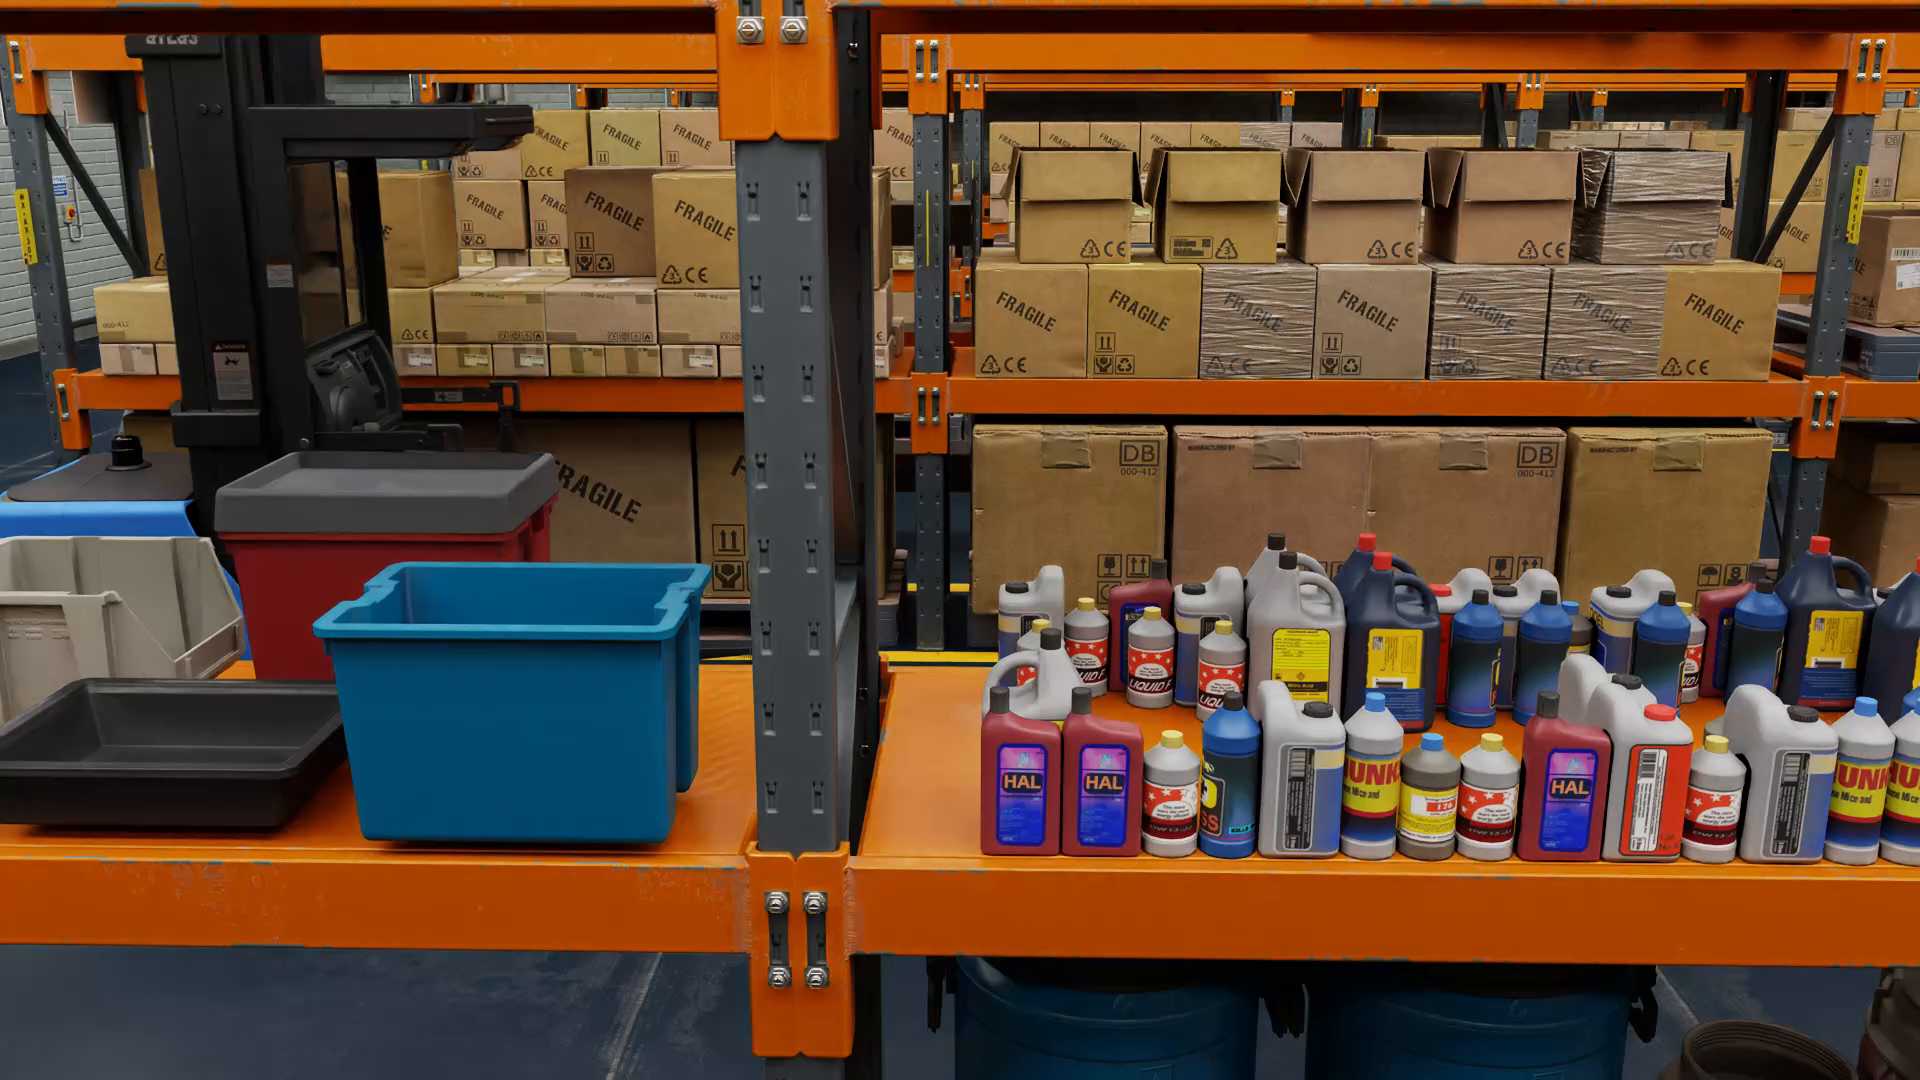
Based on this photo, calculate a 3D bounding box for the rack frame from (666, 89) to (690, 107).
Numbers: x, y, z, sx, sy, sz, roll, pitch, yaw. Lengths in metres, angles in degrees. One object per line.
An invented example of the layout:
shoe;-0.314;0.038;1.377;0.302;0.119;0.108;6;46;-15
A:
rack frame;-3.751;-4.869;22.416;0.127;3.000;1.000;0;15;1

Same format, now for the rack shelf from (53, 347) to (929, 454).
rack shelf;-2.128;-0.715;8.081;4.000;0.370;1.077;0;15;1

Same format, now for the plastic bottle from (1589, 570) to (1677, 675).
plastic bottle;1.383;0.201;3.441;0.135;0.276;0.152;0;15;1

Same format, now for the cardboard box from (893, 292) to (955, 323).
cardboard box;-0.500;-2.573;17.912;0.875;0.438;0.875;0;15;1

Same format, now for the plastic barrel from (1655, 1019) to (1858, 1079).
plastic barrel;1.559;1.252;3.269;0.421;0.512;0.421;0;15;0

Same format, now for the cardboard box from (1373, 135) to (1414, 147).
cardboard box;4.585;-4.014;17.574;0.500;0.500;0.500;0;15;0

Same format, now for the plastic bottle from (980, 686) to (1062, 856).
plastic bottle;0.101;0.381;2.746;0.133;0.283;0.061;0;15;1

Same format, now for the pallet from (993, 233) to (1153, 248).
pallet;0.860;-2.180;12.597;1.213;0.211;1.003;0;15;1

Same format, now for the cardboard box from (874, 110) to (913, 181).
cardboard box;-0.377;-2.924;12.304;0.500;0.500;0.500;0;15;-1

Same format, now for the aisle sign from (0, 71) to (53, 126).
aisle sign;-4.207;-2.257;7.419;0.004;0.787;0.394;0;15;1

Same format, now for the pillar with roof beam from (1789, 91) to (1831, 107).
pillar with roof beam;11.461;-6.802;17.983;0.400;9.000;9.100;0;15;1

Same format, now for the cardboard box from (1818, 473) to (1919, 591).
cardboard box;4.541;-0.029;8.107;0.500;0.500;0.700;0;15;-2

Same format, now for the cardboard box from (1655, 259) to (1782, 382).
cardboard box;3.371;-1.012;7.601;0.500;0.500;0.500;1;15;3

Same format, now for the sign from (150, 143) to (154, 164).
sign;-9.520;-4.556;19.608;0.001;0.242;0.339;0;15;1

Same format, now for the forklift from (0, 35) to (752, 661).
forklift;-2.184;-0.649;6.556;3.031;2.935;1.130;-1;15;-2

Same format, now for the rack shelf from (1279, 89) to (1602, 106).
rack shelf;6.246;-5.907;21.878;4.000;0.370;1.077;0;15;1

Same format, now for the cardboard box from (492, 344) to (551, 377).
cardboard box;-1.981;-0.857;7.702;0.250;0.149;0.380;1;15;2

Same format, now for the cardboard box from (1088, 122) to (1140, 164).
cardboard box;1.568;-4.033;17.090;0.500;0.500;0.500;0;15;0

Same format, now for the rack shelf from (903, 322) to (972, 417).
rack shelf;-0.165;-1.003;9.580;0.480;0.518;0.431;0;15;1

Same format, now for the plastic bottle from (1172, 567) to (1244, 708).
plastic bottle;0.513;0.195;3.462;0.135;0.276;0.152;0;15;1

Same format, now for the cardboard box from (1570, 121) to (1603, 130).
cardboard box;6.572;-4.308;17.415;0.250;0.149;0.380;1;15;5

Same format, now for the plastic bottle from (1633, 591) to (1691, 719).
plastic bottle;1.399;0.235;3.320;0.097;0.271;0.097;0;15;0

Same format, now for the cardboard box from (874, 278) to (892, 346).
cardboard box;-0.576;-1.057;7.679;0.500;0.250;0.500;0;15;0

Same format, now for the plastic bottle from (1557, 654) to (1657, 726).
plastic bottle;1.128;0.340;2.913;0.135;0.276;0.152;0;15;1

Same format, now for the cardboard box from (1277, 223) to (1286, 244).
cardboard box;2.311;-2.266;12.216;0.250;0.149;0.380;1;15;3

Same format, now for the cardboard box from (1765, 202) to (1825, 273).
cardboard box;6.050;-2.255;12.311;0.500;0.500;0.500;0;15;1

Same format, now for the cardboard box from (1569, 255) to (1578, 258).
cardboard box;2.876;-1.148;8.114;0.500;0.500;0.500;0;15;0

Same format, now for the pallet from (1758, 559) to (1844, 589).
pallet;4.652;0.330;8.176;1.213;0.211;1.003;0;15;1

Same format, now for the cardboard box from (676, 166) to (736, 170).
cardboard box;-1.093;-1.558;8.104;0.500;0.500;0.500;0;15;1

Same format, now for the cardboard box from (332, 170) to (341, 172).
cardboard box;-3.154;-1.435;7.639;0.500;0.500;0.500;0;15;0

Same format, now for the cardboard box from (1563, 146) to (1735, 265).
cardboard box;3.140;-1.566;7.734;0.637;0.503;0.797;1;15;3

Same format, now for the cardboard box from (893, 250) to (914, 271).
cardboard box;-0.452;-2.109;12.446;0.250;0.149;0.380;0;15;0

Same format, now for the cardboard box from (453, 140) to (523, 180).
cardboard box;-3.457;-2.945;12.385;0.500;0.500;0.500;0;15;1

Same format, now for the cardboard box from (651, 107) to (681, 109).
cardboard box;-3.005;-4.361;17.064;0.250;0.149;0.380;1;15;3

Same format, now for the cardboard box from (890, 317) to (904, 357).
cardboard box;-0.416;-1.015;8.301;0.250;0.149;0.380;0;15;2

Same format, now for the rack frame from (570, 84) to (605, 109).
rack frame;-3.874;-3.603;17.618;0.127;3.000;1.000;0;15;1

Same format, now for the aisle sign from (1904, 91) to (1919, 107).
aisle sign;12.302;-5.947;21.404;0.004;0.787;0.394;0;15;1

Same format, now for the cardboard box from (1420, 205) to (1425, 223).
cardboard box;3.326;-2.402;12.151;0.250;0.149;0.380;1;15;4

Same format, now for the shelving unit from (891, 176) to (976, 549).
shelving unit;-0.165;-1.016;9.576;0.503;2.100;0.431;0;15;1

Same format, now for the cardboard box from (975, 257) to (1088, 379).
cardboard box;0.325;-1.032;7.674;0.500;0.500;0.500;0;15;2

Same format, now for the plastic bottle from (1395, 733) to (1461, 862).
plastic bottle;0.777;0.420;2.758;0.097;0.201;0.097;0;15;0

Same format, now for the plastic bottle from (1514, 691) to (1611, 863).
plastic bottle;0.989;0.386;2.724;0.133;0.283;0.061;0;15;1

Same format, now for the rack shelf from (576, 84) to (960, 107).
rack shelf;-1.875;-4.693;17.278;4.000;0.370;1.077;0;15;1

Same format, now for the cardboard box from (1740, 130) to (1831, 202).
cardboard box;6.076;-2.806;12.438;0.500;0.500;0.700;0;15;1

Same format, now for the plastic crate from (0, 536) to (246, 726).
plastic crate;-1.777;0.184;3.376;0.530;0.282;0.437;0;15;1

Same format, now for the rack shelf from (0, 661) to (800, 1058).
rack shelf;-2.254;0.548;3.294;4.000;0.370;1.077;0;15;1

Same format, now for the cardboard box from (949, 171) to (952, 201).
cardboard box;-0.345;-3.564;17.271;0.500;0.500;0.500;1;15;2
